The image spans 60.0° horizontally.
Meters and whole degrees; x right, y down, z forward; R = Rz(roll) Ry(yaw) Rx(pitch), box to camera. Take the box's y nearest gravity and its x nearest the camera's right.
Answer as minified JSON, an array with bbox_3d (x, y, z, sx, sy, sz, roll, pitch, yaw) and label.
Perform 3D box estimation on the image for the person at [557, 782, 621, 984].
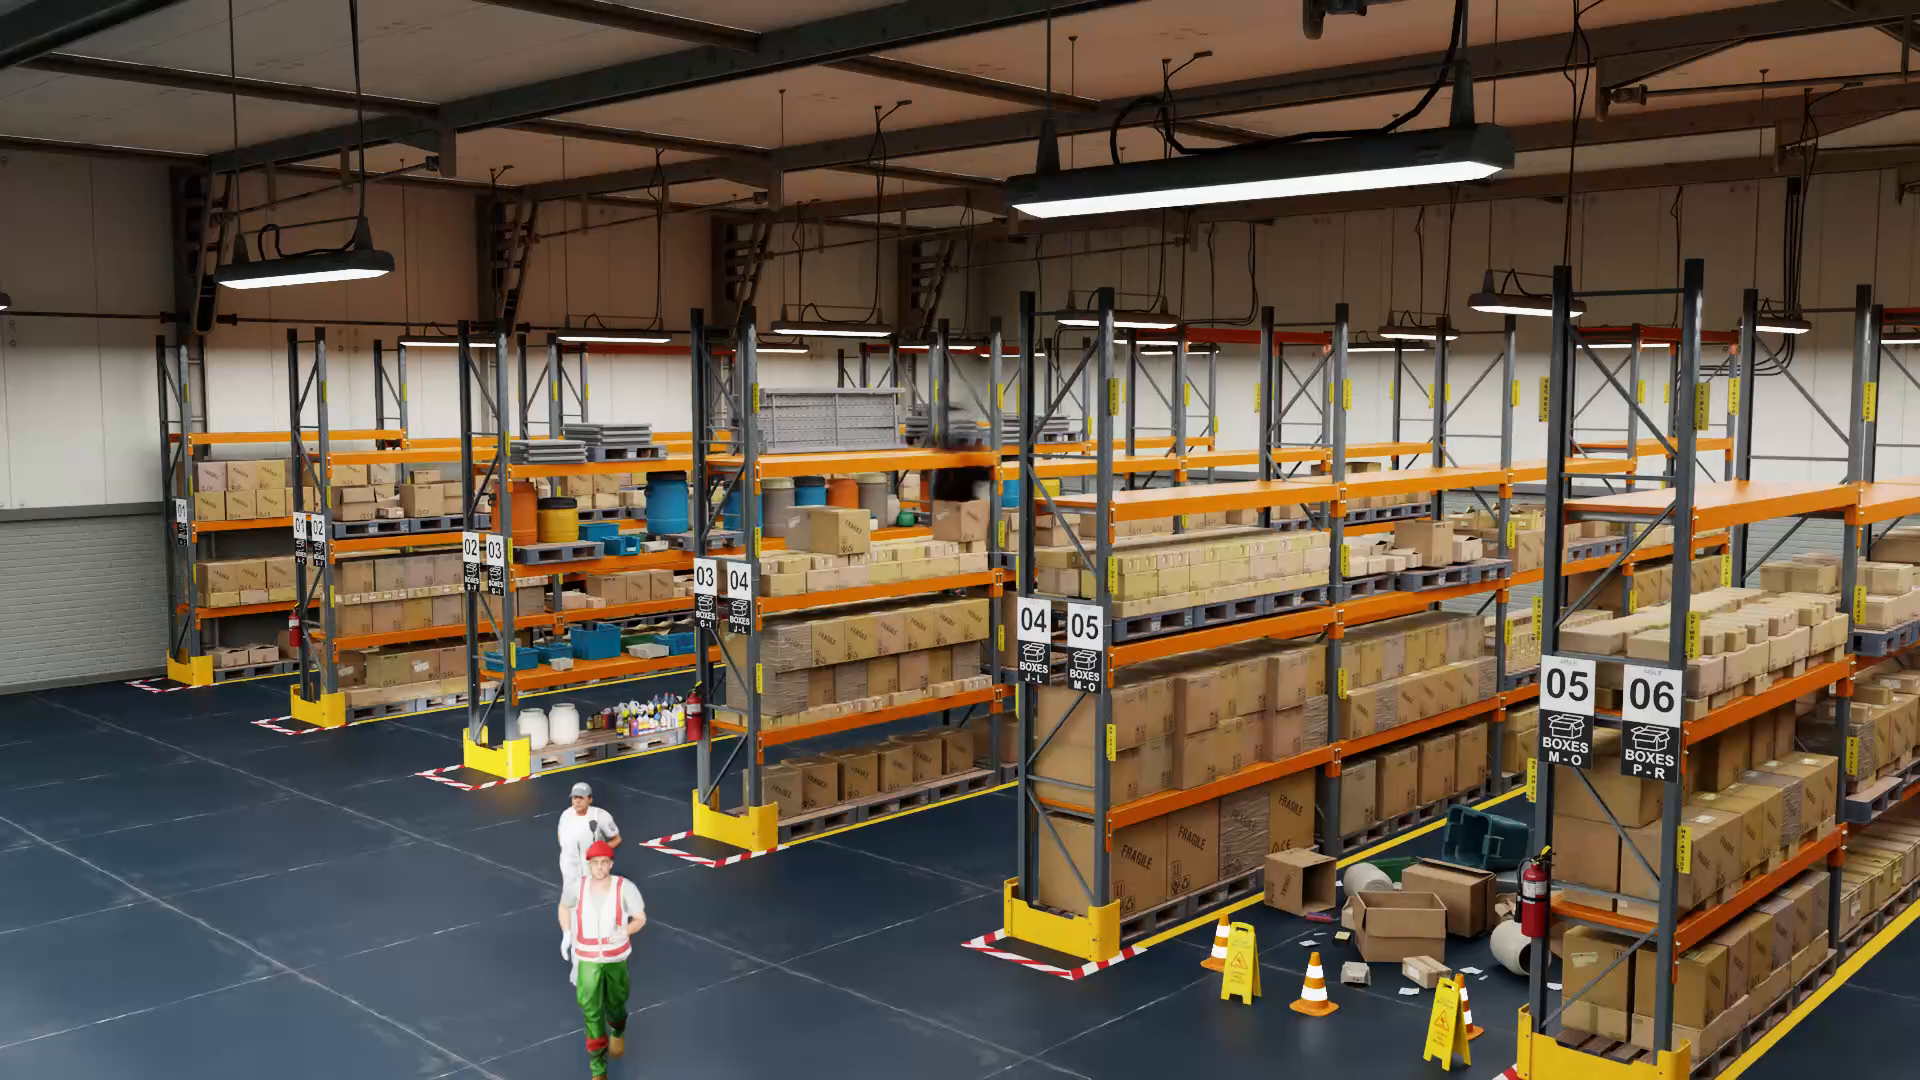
[{"bbox_3d":[-3.288,2.963,14.724,0.592,1.687,0.869,0,5,-4],"label":"person"}]

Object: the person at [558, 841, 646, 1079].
[{"bbox_3d":[-2.653,3.109,12.336,0.651,1.796,0.862,-1,5,-8],"label":"person"}]
